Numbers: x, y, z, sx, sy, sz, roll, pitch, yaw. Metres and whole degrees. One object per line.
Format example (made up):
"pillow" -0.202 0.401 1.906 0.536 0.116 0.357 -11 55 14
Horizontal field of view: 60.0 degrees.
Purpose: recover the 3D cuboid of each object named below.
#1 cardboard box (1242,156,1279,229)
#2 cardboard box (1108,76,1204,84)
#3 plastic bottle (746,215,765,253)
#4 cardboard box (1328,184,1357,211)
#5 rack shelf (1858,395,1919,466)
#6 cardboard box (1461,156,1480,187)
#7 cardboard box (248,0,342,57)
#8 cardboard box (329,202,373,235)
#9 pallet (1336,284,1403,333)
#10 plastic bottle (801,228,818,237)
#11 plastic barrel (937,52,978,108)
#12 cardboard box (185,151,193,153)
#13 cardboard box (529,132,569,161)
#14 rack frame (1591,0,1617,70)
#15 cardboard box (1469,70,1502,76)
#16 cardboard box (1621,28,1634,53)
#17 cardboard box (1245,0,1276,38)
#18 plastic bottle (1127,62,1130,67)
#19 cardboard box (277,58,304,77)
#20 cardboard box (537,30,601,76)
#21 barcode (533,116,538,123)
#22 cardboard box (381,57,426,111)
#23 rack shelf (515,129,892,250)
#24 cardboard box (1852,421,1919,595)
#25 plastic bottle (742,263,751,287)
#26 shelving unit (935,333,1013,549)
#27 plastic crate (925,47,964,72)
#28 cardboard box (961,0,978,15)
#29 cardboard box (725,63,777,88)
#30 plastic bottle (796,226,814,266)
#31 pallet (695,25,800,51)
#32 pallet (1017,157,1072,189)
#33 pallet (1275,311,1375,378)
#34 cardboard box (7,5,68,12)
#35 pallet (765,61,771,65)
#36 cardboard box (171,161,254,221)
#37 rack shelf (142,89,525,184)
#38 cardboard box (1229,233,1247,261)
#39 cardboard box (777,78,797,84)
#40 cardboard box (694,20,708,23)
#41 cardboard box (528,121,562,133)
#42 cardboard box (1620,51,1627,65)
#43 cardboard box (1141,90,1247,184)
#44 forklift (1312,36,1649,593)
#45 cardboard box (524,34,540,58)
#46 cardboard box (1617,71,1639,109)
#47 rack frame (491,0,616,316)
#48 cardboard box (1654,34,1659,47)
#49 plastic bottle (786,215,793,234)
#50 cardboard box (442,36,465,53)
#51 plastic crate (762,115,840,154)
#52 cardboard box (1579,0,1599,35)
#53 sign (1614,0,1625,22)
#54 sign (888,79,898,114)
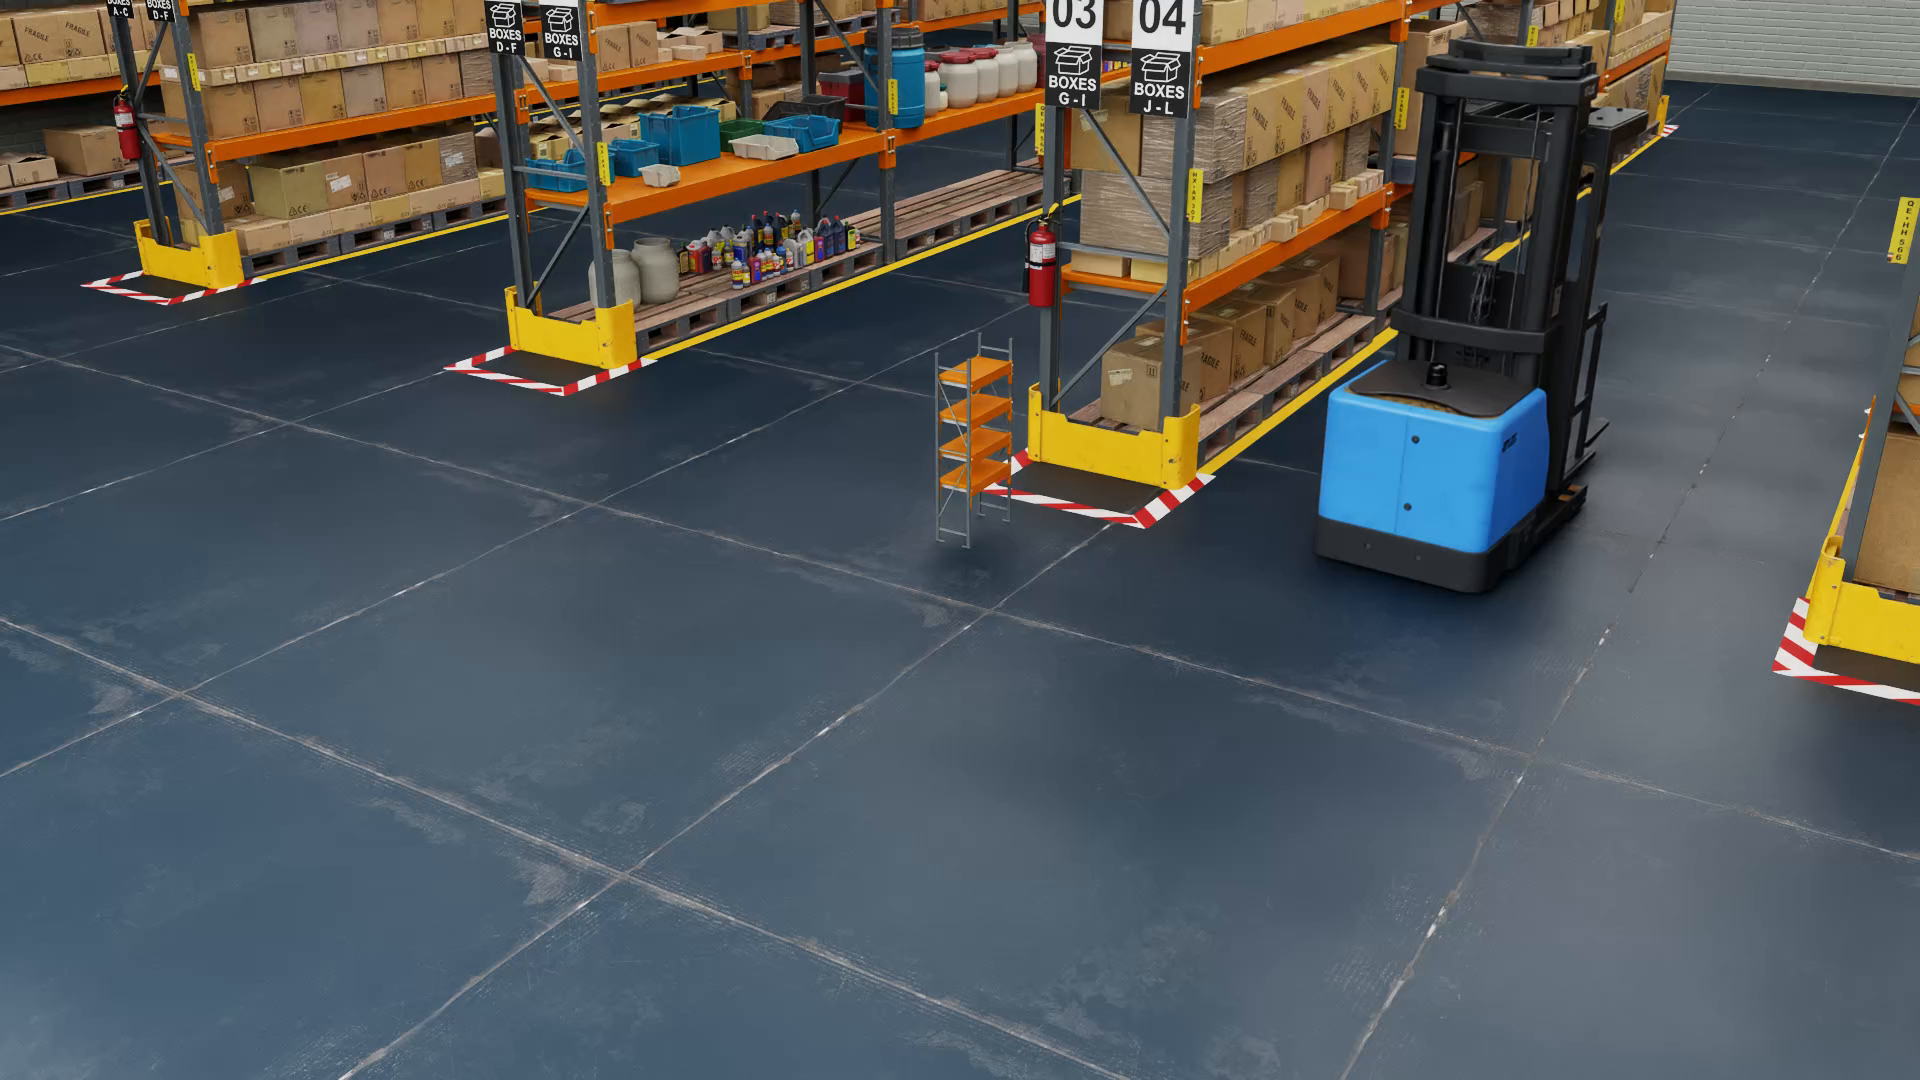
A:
"cardboard box" 1.769 -2.570 11.910 0.875 0.500 0.500 14 27 29
"cardboard box" 1.333 -2.902 11.420 0.500 0.500 0.500 14 27 29
"plastic bottle" -1.982 -2.979 16.136 0.144 0.351 0.185 13 26 27
"cardboard box" 2.880 -2.692 13.010 0.380 0.149 0.250 14 27 29
"rack shelf" 6.209 -1.125 9.979 1.077 0.370 4.000 14 27 29
"cardboard box" 4.886 -3.720 16.717 0.500 0.250 0.500 15 28 31
"cardboard box" -6.597 -5.094 16.482 0.700 0.500 0.500 14 27 29
"cardboard box" -6.424 -3.334 17.109 0.500 0.250 0.500 14 27 29
"pallet" 3.513 -2.187 15.037 1.003 0.211 1.213 14 27 29
"plastic bottle" -1.439 -2.874 15.987 0.152 0.276 0.135 14 27 29
"plastic barrel" -0.026 -4.829 17.457 0.433 0.535 0.433 0 23 0
"cardboard box" -9.778 -5.033 21.112 0.380 0.166 0.250 10 25 22
"cardboard box" -4.881 -4.557 19.226 0.500 0.311 0.500 14 27 29
"rack frame" 7.324 -5.904 20.112 1.000 3.000 0.127 14 27 29
"cardboard box" 4.753 -4.392 15.966 0.700 0.500 0.500 19 30 37
"cardboard box" 8.060 -6.242 20.708 0.500 0.250 0.500 14 27 29
"cardboard box" 1.734 -3.445 10.846 0.500 0.250 0.500 13 27 28
"plastic bottle" 2.029 -5.923 20.319 0.097 0.271 0.097 0 23 0
"cardboard box" -6.626 -4.620 16.204 0.380 0.149 0.250 13 27 28
"cardboard box" -4.614 -5.760 19.655 0.500 0.500 0.500 16 28 33
"barcode" -4.822 -4.775 18.889 0.001 0.075 0.075 14 27 29
"cardboard box" -6.080 -4.828 17.501 0.700 0.500 0.500 14 27 30
"rack shelf" -2.159 -3.237 14.856 1.077 0.370 4.000 14 27 29
"cardboard box" 5.456 -0.241 9.176 0.875 0.875 0.875 14 27 29
"plastic bottle" -1.938 -2.391 14.966 0.097 0.201 0.097 0 23 0
"shelving unit" 0.087 -0.606 10.141 0.258 1.200 0.503 14 27 29
"plastic crate" -0.107 -5.140 18.267 0.402 0.464 0.583 14 27 29
"cardboard box" -0.057 -8.484 25.946 0.500 0.500 0.500 14 27 29
"cardboard box" -2.880 -6.415 22.941 0.500 0.250 0.500 15 28 31
"plastic bottle" -1.471 -2.776 15.668 0.144 0.351 0.185 14 27 29
"pallet" -2.903 -6.786 22.392 1.213 0.211 1.003 14 27 29
"pallet" 1.386 -4.587 20.580 1.003 0.211 1.213 14 27 29
"pallet" 2.779 -1.690 13.888 1.003 0.211 1.213 14 27 29
"cardboard box" -10.754 -5.969 19.482 0.500 0.500 0.500 14 27 30
"pallet" -3.546 -8.802 30.317 1.003 0.211 1.213 14 27 29
"cardboard box" -7.390 -3.449 16.431 0.500 0.500 0.500 14 27 29
"rack shelf" -6.365 -4.276 17.257 1.077 0.370 4.000 14 27 29
"cardboard box" 1.754 -2.035 11.491 0.380 0.149 0.250 14 27 29
"cardboard box" -2.633 -6.225 23.447 0.500 0.500 0.500 13 27 27
"cardboard box" -4.516 -8.937 28.920 0.380 0.149 0.250 14 27 29
"cardboard box" -5.071 -4.843 19.888 0.500 0.311 0.500 15 27 30
"cardboard box" 8.039 -5.996 20.642 0.380 0.149 0.250 15 28 31
"cardboard box" 1.515 -2.623 10.776 0.500 0.500 0.500 14 27 29
"forklift" 3.376 -1.572 10.191 1.130 2.935 3.031 16 28 33
"cardboard box" -6.444 -7.389 25.720 0.750 0.750 0.750 14 27 29
"cardboard box" 8.214 -5.631 21.628 0.875 0.875 0.875 14 27 29
"rack frame" -3.214 -2.892 13.154 1.000 3.000 0.127 14 27 29
"cardboard box" 9.123 -6.692 22.250 0.380 0.149 0.250 14 27 30
"plastic bottle" -1.701 -3.044 16.372 0.061 0.283 0.133 14 27 29
"cardboard box" -5.540 -5.316 17.812 0.380 0.149 0.250 13 27 27
"plastic crate" -1.457 -3.743 15.308 0.499 0.251 0.616 14 27 29
"cardboard box" 6.994 -6.193 19.391 0.797 0.503 0.637 13 27 28
"sign" 7.790 -6.288 19.643 0.100 0.325 0.005 14 27 29
"sign" -0.643 -4.250 15.943 0.100 0.325 0.005 14 27 29
